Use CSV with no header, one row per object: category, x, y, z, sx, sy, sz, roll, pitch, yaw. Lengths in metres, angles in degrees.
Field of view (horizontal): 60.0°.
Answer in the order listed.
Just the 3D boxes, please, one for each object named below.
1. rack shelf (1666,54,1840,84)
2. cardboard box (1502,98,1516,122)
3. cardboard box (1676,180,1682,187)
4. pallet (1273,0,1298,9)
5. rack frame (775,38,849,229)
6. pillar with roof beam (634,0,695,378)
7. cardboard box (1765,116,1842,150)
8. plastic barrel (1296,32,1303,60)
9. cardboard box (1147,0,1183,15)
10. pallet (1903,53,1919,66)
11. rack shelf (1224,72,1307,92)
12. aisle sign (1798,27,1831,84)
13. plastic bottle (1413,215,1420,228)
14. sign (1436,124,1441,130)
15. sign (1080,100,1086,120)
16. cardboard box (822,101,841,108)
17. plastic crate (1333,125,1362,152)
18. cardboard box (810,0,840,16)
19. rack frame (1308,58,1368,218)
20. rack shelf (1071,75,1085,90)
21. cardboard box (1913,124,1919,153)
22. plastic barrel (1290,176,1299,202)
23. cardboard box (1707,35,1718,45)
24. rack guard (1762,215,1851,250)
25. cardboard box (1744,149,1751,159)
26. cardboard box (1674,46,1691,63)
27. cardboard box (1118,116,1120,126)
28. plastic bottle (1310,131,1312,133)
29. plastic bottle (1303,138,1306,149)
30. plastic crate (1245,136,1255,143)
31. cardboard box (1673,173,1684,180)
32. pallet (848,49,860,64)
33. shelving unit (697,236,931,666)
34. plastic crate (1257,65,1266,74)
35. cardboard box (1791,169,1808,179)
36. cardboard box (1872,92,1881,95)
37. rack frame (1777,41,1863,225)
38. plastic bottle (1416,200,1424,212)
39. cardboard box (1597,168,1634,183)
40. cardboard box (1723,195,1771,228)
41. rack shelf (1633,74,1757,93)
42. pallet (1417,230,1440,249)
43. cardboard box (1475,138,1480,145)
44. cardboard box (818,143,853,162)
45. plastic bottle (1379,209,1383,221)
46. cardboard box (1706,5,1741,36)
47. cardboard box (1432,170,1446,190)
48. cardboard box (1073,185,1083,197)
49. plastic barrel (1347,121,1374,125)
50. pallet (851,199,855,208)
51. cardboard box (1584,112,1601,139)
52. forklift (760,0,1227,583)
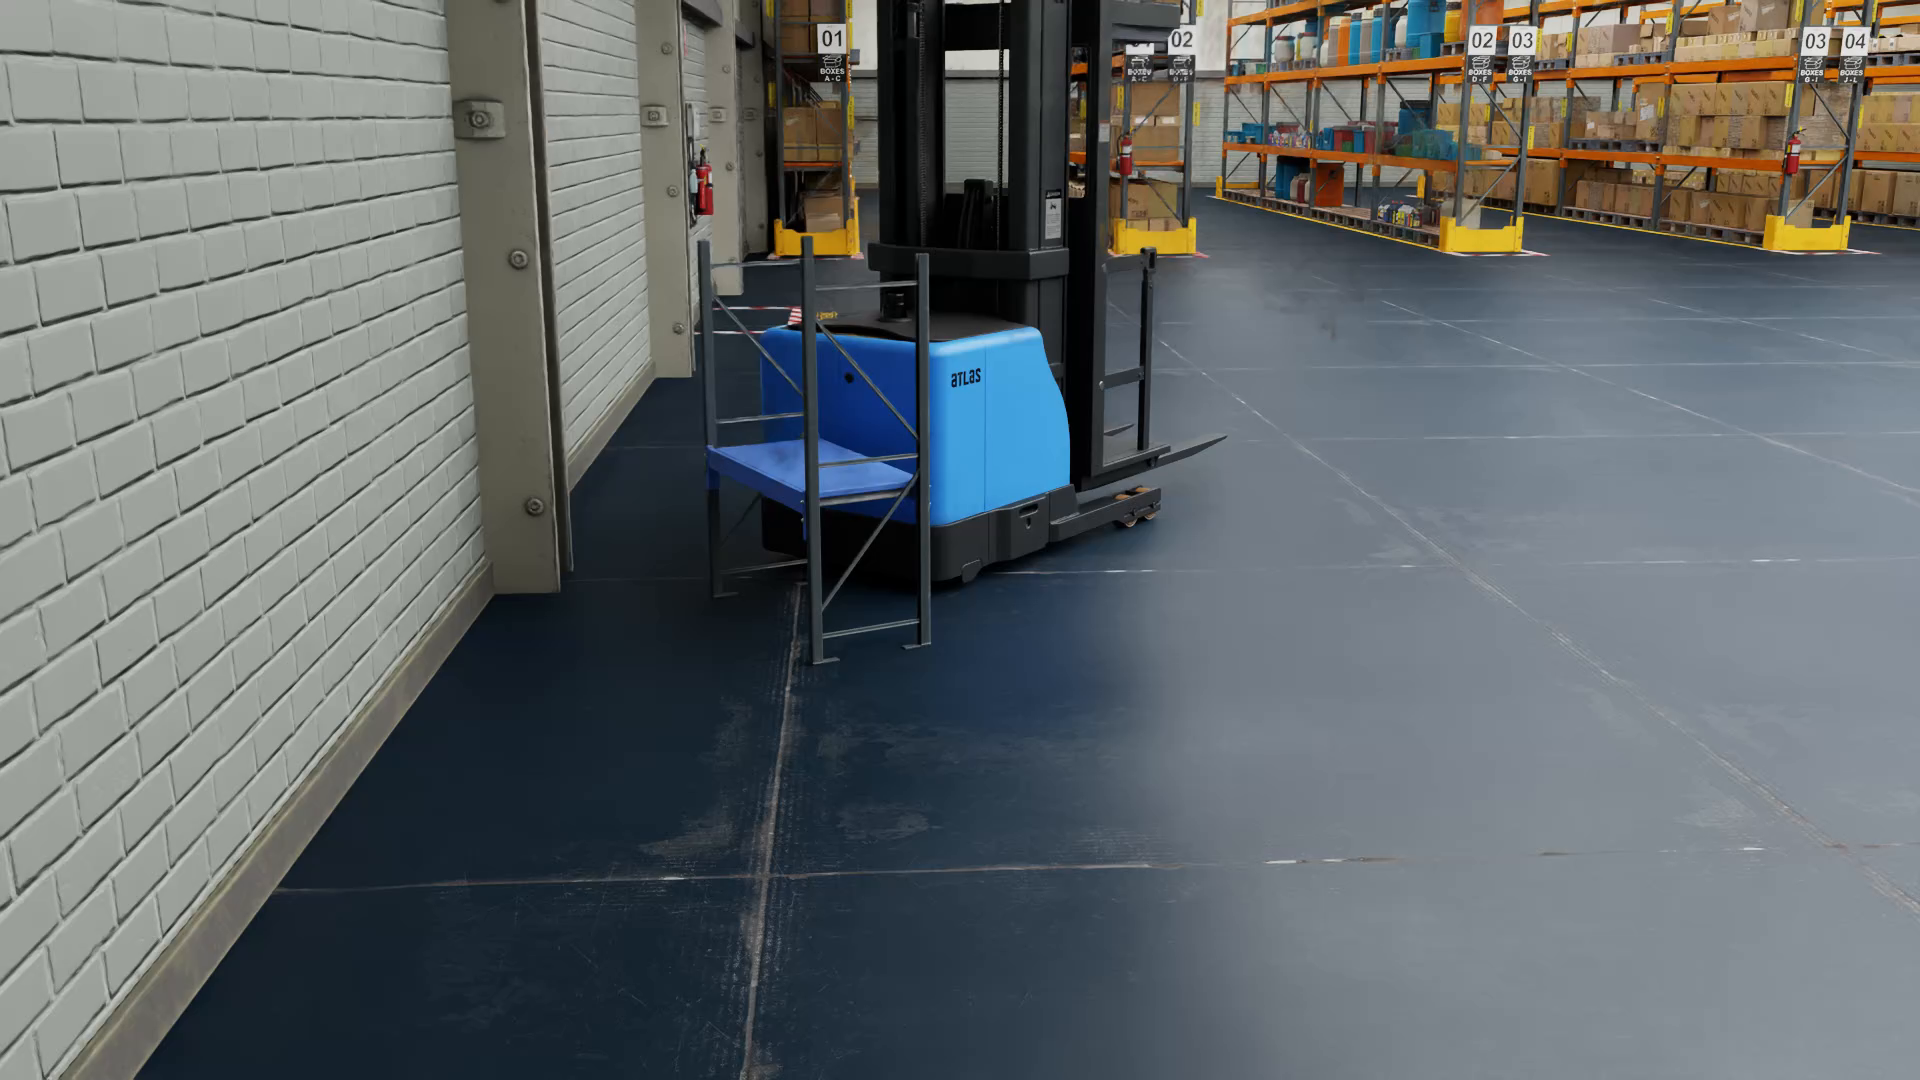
rack shelf,12.609,-7.419,26.267,1.077,0.370,4.000,-1,14,-3
cardboard box,12.037,-9.178,35.462,0.797,0.503,0.637,-1,14,-5
cardboard box,16.593,-8.154,37.980,0.380,0.149,0.250,-1,14,-2
pallet,7.128,-11.140,34.447,1.003,0.211,1.213,-1,14,-3
rack frame,-2.099,-5.588,23.726,1.000,3.000,0.127,-1,14,-3
pillar with roof beam,2.035,-5.736,12.262,9.100,9.000,0.400,-1,14,-3
cardboard box,12.726,-6.147,25.101,0.875,0.500,0.500,-1,14,-3
plastic barrel,7.305,-10.249,34.600,0.600,0.588,0.600,0,14,0
cardboard box,2.814,-7.582,24.126,0.797,0.503,0.637,0,14,0
pallet,17.335,-8.451,29.217,0.805,0.209,1.217,-1,15,-6
rack shelf,6.922,-10.327,37.569,1.077,0.370,4.000,-1,14,-3
aisle sign,12.437,-7.057,24.216,0.394,0.787,0.004,-1,14,-3
plastic bottle,7.238,-5.049,26.363,0.097,0.201,0.097,0,14,0
sign,8.091,-6.876,28.175,0.100,0.325,0.005,-1,14,-3
sign,2.056,-7.172,27.717,0.100,0.325,0.005,-1,14,-3
cardboard box,-2.367,-8.267,31.795,0.500,0.250,0.500,-1,14,-2
plastic crate,7.088,-7.355,30.465,0.402,0.464,0.583,-1,14,-3
cardboard box,-1.880,-7.683,23.599,0.500,0.500,0.500,-2,15,-7
rack frame,7.294,-7.731,32.053,1.000,3.000,0.127,-1,14,-3
rack shelf,2.226,-9.257,33.409,1.077,0.370,4.000,-1,14,-3
cardboard box,17.142,-7.038,29.160,0.500,0.500,0.500,-1,14,-4
plastic barrel,7.052,-7.271,34.415,0.421,0.512,0.421,0,14,0
cardboard box,12.265,-8.039,26.732,0.380,0.149,0.250,-1,14,-4
rack guard,12.728,-4.626,25.002,1.175,0.500,0.348,-1,14,-3
cardboard box,12.453,-6.012,25.879,0.380,0.149,0.250,-1,14,-3
cardboard box,12.257,-8.077,27.678,0.500,0.250,0.500,-1,15,-6
cardboard box,2.584,-6.312,25.035,0.380,0.149,0.250,-1,14,-3
plastic bottle,7.429,-8.478,35.057,0.144,0.351,0.185,-1,14,-3
plastic bottle,6.833,-7.839,32.873,0.097,0.201,0.097,0,14,0
plastic crate,6.638,-9.055,37.610,0.293,0.136,0.466,-1,14,-3
cardboard box,16.539,-8.305,37.970,0.380,0.149,0.250,-2,15,-6
pallet,-2.279,-8.100,27.845,1.213,0.211,1.003,-1,14,-3
shelving unit,-0.588,-0.401,6.574,0.538,1.500,1.048,-8,16,-28
plastic crate,6.718,-10.176,35.963,0.450,0.188,0.662,-1,14,-3
cardboard box,16.890,-7.381,33.361,0.500,0.250,0.500,-1,14,-5
cardboard box,21.432,-10.318,38.598,0.380,0.149,0.250,-1,14,-5
rack frame,12.733,-5.818,24.617,1.000,3.000,0.127,-1,14,-3
plastic bottle,7.725,-5.508,27.848,0.144,0.351,0.185,-1,14,-3
cardboard box,12.351,-6.875,31.356,0.500,0.250,0.500,1,14,3
cardboard box,12.620,-5.270,26.663,0.500,0.500,0.500,0,14,2
rack shelf,16.822,-10.455,38.066,1.077,0.370,4.000,-1,14,-3
pallet,7.693,-4.611,25.524,1.003,0.211,1.213,-1,14,-3
cardboard box,11.627,-8.815,36.772,0.380,0.149,0.250,-1,14,-2
cardboard box,-1.812,-5.652,24.233,0.500,0.250,0.500,-1,14,-5
plastic bottle,7.130,-5.483,28.048,0.097,0.201,0.097,0,14,0
cardboard box,12.767,-8.592,27.579,0.500,0.500,0.500,-1,14,-5
cardboard box,11.861,-8.813,39.682,0.875,0.875,0.875,-1,14,-3
cardboard box,2.248,-6.029,28.990,0.500,0.311,0.500,0,14,-2
plastic barrel,7.625,-7.686,31.606,0.600,0.536,0.708,-1,14,-3
pallet,-2.719,-7.031,34.931,1.003,0.211,1.213,-1,14,-3
cardboard box,12.310,-7.925,31.766,0.500,0.500,0.500,-3,15,-10
forklift,0.365,-1.545,8.149,1.130,2.935,3.031,10,18,35
